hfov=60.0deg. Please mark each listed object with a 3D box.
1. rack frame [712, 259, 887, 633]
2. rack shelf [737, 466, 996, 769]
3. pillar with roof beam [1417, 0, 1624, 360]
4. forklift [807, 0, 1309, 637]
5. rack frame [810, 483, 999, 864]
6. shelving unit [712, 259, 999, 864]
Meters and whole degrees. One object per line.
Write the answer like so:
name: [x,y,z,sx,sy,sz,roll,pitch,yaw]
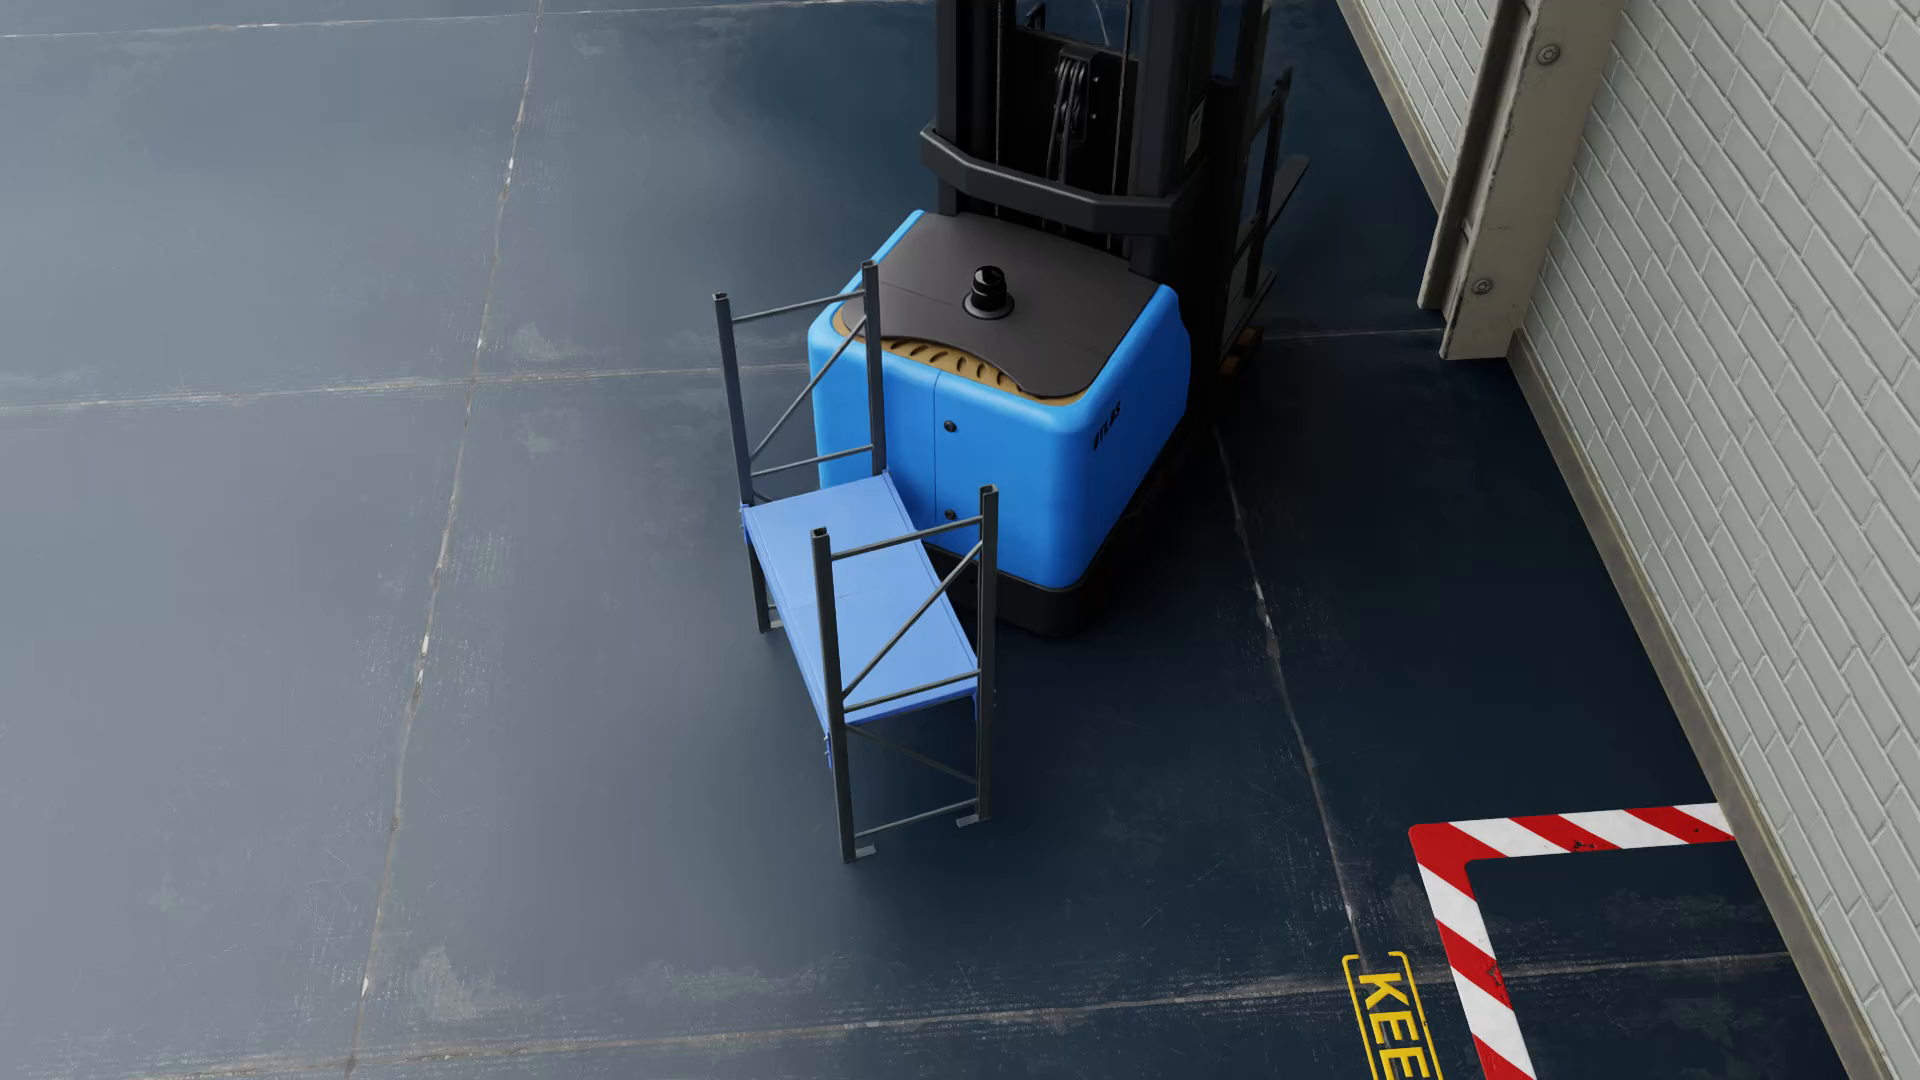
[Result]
rack frame: [-0.486,-0.254,5.458,0.500,1.500,0.032,-15,48,-14]
rack shelf: [-0.313,0.216,5.260,0.538,0.185,1.000,-15,48,-14]
pillar with roof beam: [-2.133,-3.739,3.593,9.100,9.000,0.400,-3,47,-3]
forklift: [0.605,-1.743,5.882,1.130,2.935,3.031,20,50,18]
rack frame: [-0.140,0.440,4.800,0.500,1.500,0.032,-15,48,-14]
shelving unit: [-0.313,0.093,5.129,0.538,1.500,1.048,-15,48,-14]
